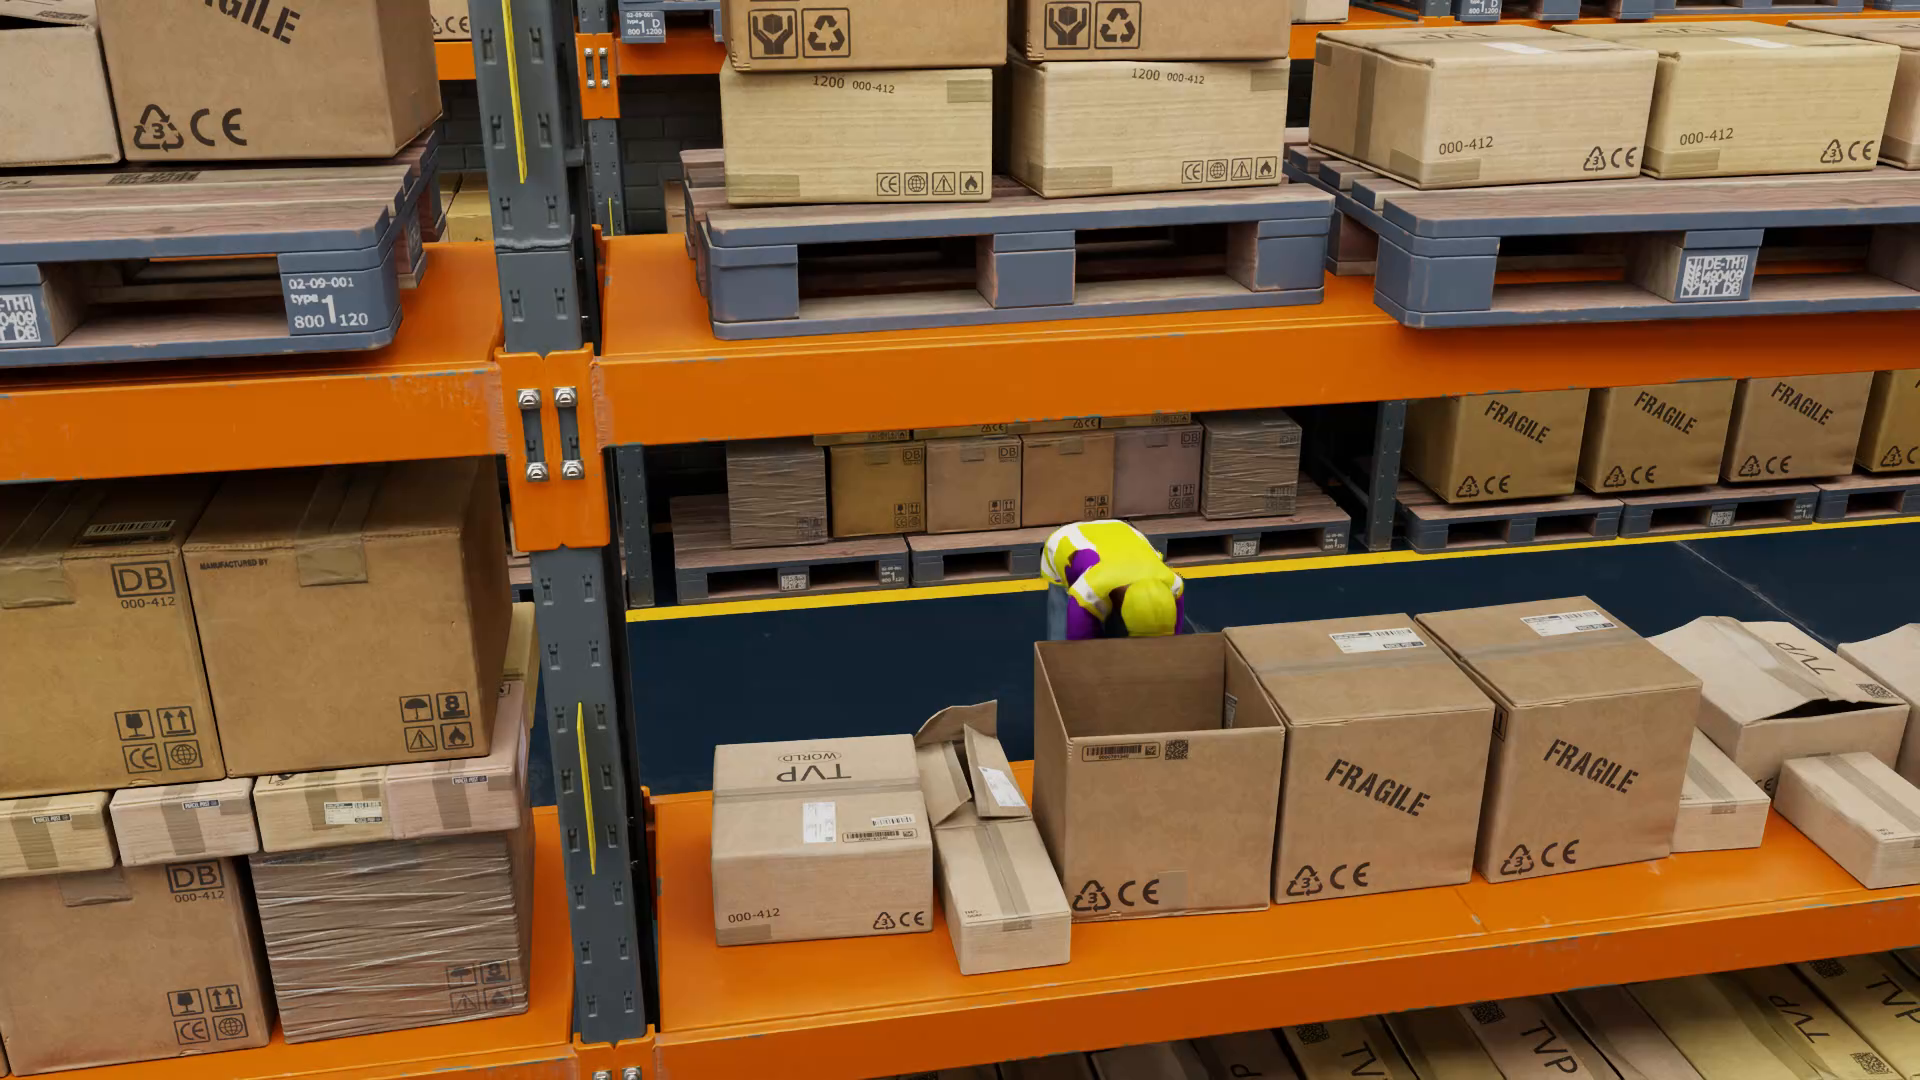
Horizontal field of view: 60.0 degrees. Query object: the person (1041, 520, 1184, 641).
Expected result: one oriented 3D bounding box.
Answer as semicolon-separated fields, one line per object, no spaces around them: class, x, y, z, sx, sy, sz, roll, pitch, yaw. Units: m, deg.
person;0.629;0.513;6.687;0.477;1.119;0.979;-5;24;-12
